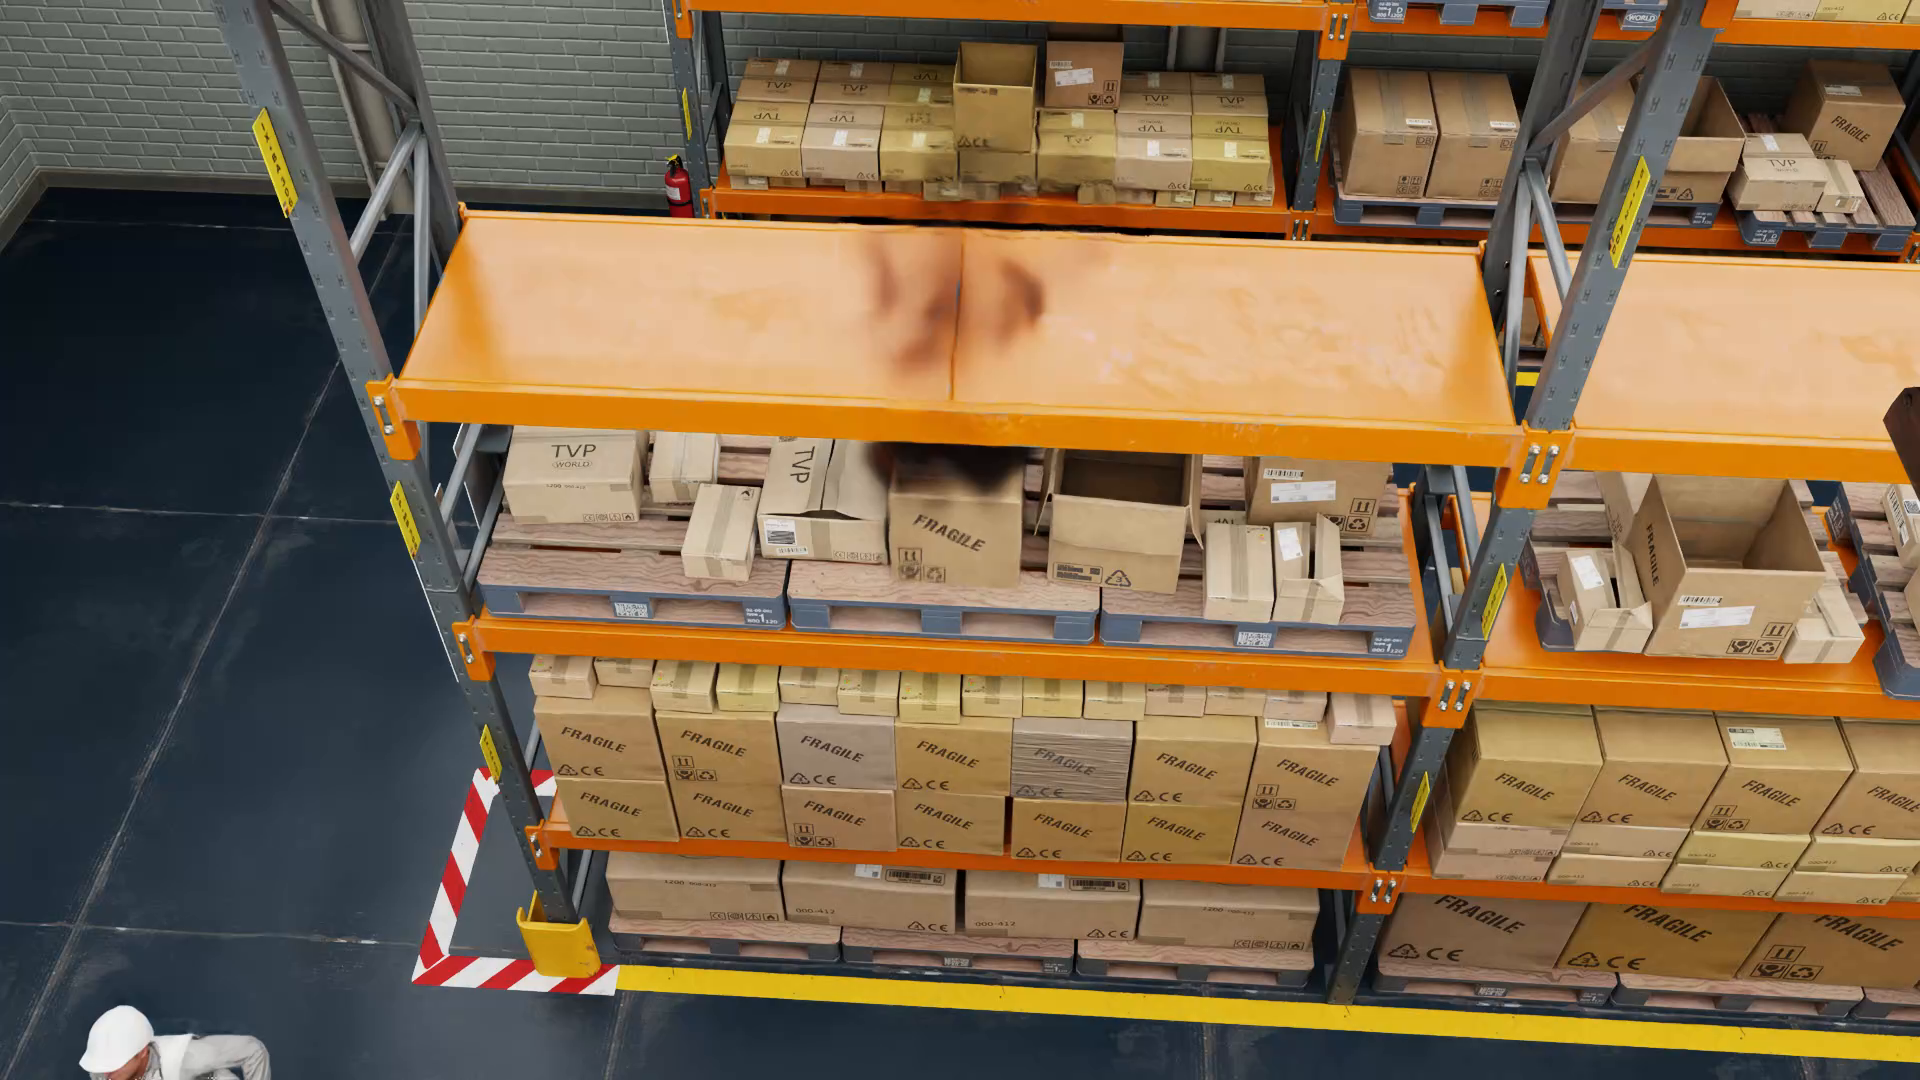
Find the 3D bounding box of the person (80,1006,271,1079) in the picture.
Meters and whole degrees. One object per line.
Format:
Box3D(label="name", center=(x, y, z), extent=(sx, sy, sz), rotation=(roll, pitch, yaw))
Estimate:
Box3D(label="person", center=(-3.260, 2.490, 7.073), extent=(0.694, 1.733, 0.664), rotation=(4, 48, 3))
